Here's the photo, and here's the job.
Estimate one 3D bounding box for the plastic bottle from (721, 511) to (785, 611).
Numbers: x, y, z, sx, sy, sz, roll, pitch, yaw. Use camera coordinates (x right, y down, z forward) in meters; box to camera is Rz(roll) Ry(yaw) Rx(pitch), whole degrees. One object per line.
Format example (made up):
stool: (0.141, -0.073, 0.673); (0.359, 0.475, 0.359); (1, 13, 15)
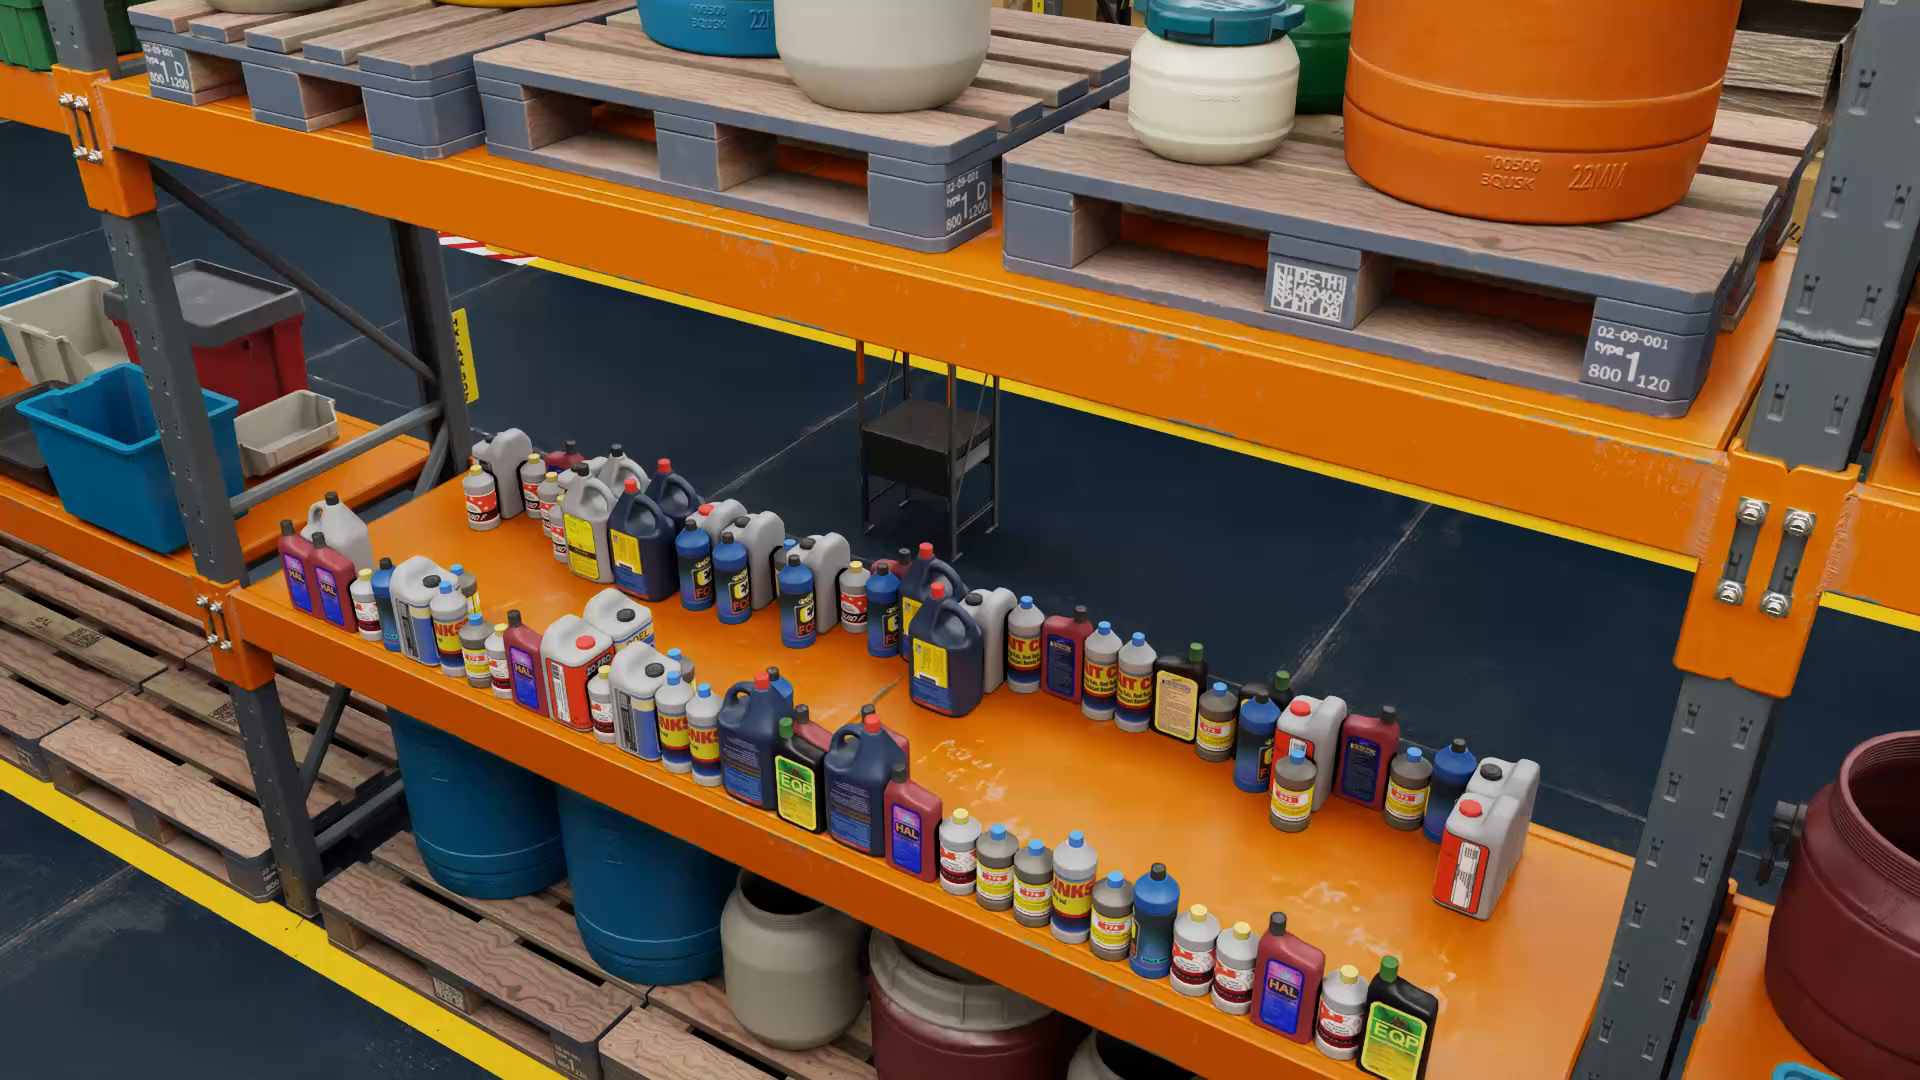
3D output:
plastic bottle: (-0.600, 0.041, 4.826); (0.135, 0.276, 0.152); (18, 35, 27)

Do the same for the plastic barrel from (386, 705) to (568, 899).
plastic barrel: (-1.505, 0.629, 5.361); (0.708, 0.901, 0.600); (18, 35, 27)

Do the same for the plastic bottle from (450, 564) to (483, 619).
plastic bottle: (-1.407, 0.163, 4.691); (0.097, 0.201, 0.097); (0, 30, 0)

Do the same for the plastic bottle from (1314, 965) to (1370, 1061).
plastic bottle: (0.774, 0.943, 3.354); (0.097, 0.201, 0.097); (0, 30, 0)

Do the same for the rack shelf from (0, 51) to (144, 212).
rack shelf: (-3.650, -1.770, 5.544); (4.000, 0.370, 1.077); (18, 35, 27)

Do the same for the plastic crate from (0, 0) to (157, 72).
plastic crate: (-2.476, -1.438, 4.472); (0.662, 0.188, 0.450); (18, 35, 27)

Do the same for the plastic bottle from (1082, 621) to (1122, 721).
plastic bottle: (0.370, 0.334, 4.329); (0.097, 0.271, 0.097); (0, 30, 0)

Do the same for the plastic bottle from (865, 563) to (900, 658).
plastic bottle: (-0.210, 0.186, 4.582); (0.097, 0.271, 0.097); (0, 30, 0)

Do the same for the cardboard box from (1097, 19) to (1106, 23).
cardboard box: (1.201, -4.192, 13.781); (0.250, 0.149, 0.380); (19, 35, 29)

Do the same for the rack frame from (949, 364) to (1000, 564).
rack frame: (0.066, -0.886, 7.185); (0.015, 2.100, 0.400); (18, 35, 27)

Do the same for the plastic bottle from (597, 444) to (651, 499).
plastic bottle: (-1.004, -0.121, 5.030); (0.185, 0.351, 0.144); (18, 35, 27)

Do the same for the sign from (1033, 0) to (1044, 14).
sign: (0.383, -2.534, 8.179); (0.005, 0.325, 0.100); (18, 35, 27)

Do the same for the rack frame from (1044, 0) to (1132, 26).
rack frame: (0.677, -2.363, 8.824); (0.127, 3.000, 1.000); (18, 35, 27)

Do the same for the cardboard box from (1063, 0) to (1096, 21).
cardboard box: (0.407, -2.988, 9.005); (0.500, 0.500, 0.500); (18, 35, 27)

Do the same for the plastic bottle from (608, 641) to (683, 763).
plastic bottle: (-0.786, 0.401, 4.209); (0.135, 0.276, 0.152); (18, 35, 27)

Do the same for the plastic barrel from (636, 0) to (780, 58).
plastic barrel: (-0.430, -1.551, 3.541); (0.708, 0.901, 0.600); (18, 35, 27)

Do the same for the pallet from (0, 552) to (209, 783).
pallet: (-3.637, 0.448, 6.772); (1.213, 0.211, 1.003); (18, 35, 27)

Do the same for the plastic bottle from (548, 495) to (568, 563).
plastic bottle: (-1.192, -0.040, 5.039); (0.097, 0.201, 0.097); (0, 30, 0)

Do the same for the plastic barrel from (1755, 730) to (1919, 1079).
plastic barrel: (1.986, 0.759, 3.338); (0.708, 0.536, 0.600); (18, 35, 27)

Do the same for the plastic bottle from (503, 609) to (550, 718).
plastic bottle: (-1.120, 0.319, 4.342); (0.133, 0.283, 0.061); (18, 35, 27)

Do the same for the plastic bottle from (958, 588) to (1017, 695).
plastic bottle: (0.062, 0.250, 4.467); (0.135, 0.276, 0.152); (18, 35, 27)

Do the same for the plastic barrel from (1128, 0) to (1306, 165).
plastic barrel: (0.445, -0.820, 2.922); (0.301, 0.262, 0.301); (0, 30, 0)

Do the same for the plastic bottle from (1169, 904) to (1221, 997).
plastic bottle: (0.496, 0.855, 3.504); (0.097, 0.201, 0.097); (0, 30, 0)

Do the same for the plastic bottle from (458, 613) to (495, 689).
plastic bottle: (-1.291, 0.290, 4.473); (0.097, 0.201, 0.097); (0, 30, 0)

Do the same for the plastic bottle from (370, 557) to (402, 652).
plastic bottle: (-1.570, 0.172, 4.607); (0.097, 0.271, 0.097); (0, 30, 0)

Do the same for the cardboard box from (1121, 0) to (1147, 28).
cardboard box: (1.222, -2.672, 8.259); (0.637, 0.503, 0.797); (17, 34, 26)

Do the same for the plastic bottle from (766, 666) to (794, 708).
plastic bottle: (-0.461, 0.436, 4.153); (0.097, 0.271, 0.097); (0, 30, 0)

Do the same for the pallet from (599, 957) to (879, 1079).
pallet: (-0.288, 1.506, 4.959); (1.213, 0.211, 1.003); (18, 35, 27)

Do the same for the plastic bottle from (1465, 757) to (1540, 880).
plastic bottle: (1.237, 0.622, 3.830); (0.135, 0.276, 0.152); (18, 35, 27)

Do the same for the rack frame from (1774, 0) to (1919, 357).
rack frame: (1.431, -1.769, 1.852); (0.127, 3.000, 1.000); (18, 35, 27)

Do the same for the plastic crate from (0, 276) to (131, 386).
plastic crate: (-3.152, -0.712, 6.051); (0.530, 0.282, 0.437); (18, 35, 27)

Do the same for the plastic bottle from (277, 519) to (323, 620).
plastic bottle: (-1.873, 0.081, 4.749); (0.133, 0.283, 0.061); (18, 35, 27)

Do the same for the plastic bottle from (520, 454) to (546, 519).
plastic bottle: (-1.338, -0.176, 5.273); (0.097, 0.201, 0.097); (0, 30, 0)

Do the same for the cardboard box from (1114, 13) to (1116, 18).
cardboard box: (1.506, -4.446, 14.217); (0.250, 0.149, 0.380); (19, 35, 29)

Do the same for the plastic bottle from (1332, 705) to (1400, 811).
plastic bottle: (0.983, 0.511, 4.013); (0.133, 0.283, 0.061); (18, 35, 27)

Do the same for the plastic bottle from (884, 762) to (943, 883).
plastic bottle: (-0.106, 0.640, 3.792); (0.133, 0.283, 0.061); (18, 35, 27)

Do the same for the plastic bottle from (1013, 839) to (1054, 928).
plastic bottle: (0.166, 0.751, 3.683); (0.097, 0.201, 0.097); (0, 30, 0)

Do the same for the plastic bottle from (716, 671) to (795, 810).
plastic bottle: (-0.488, 0.465, 4.024); (0.185, 0.351, 0.144); (18, 35, 27)

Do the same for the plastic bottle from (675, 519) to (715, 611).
plastic bottle: (-0.765, 0.065, 4.789); (0.097, 0.271, 0.097); (0, 30, 0)

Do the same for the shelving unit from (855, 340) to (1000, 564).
shelving unit: (-0.140, -0.951, 7.297); (0.503, 2.100, 0.431); (18, 35, 27)

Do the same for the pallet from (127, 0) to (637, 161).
pallet: (-1.241, -1.295, 4.204); (1.003, 0.211, 1.213); (18, 35, 27)

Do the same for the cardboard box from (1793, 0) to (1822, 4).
cardboard box: (5.488, -3.595, 10.768); (0.250, 0.149, 0.380); (17, 34, 27)

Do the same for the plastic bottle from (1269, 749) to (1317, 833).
plastic bottle: (0.794, 0.588, 3.962); (0.097, 0.201, 0.097); (0, 30, 0)

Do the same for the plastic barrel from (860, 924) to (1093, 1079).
plastic barrel: (0.052, 1.256, 4.596); (0.708, 0.588, 0.600); (18, 35, 27)

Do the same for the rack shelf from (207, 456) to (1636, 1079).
rack shelf: (-0.263, 0.597, 4.463); (4.000, 0.370, 1.077); (18, 35, 27)

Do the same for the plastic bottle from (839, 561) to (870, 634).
plastic bottle: (-0.291, 0.155, 4.705); (0.097, 0.201, 0.097); (0, 30, 0)

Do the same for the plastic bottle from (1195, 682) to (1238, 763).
plastic bottle: (0.648, 0.452, 4.196); (0.097, 0.201, 0.097); (0, 30, 0)
